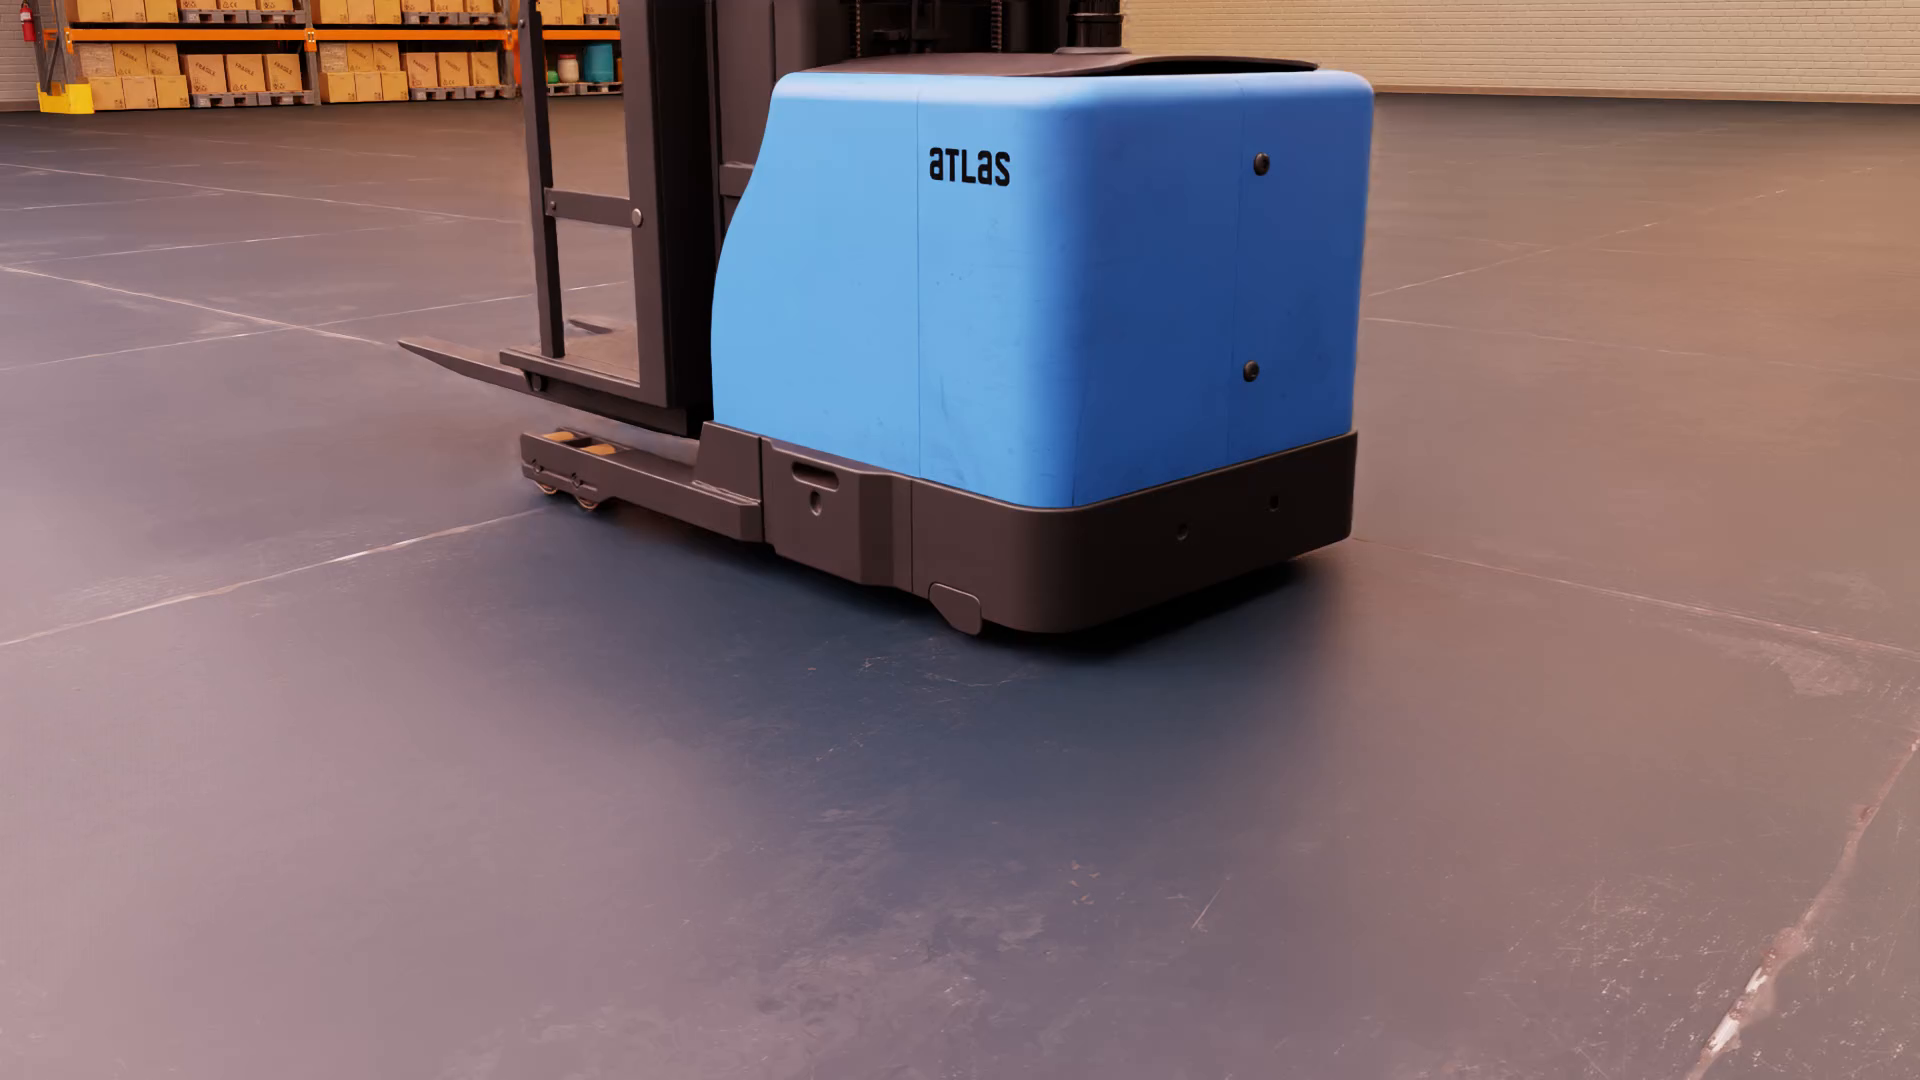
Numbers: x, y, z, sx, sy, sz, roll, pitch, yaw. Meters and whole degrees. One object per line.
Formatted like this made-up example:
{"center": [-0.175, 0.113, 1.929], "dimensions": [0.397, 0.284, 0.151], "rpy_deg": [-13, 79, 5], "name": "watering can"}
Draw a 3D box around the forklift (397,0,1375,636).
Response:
{"center": [-0.495, -1.569, 4.063], "dimensions": [1.130, 2.935, 3.031], "rpy_deg": [-15, 23, -41], "name": "forklift"}
